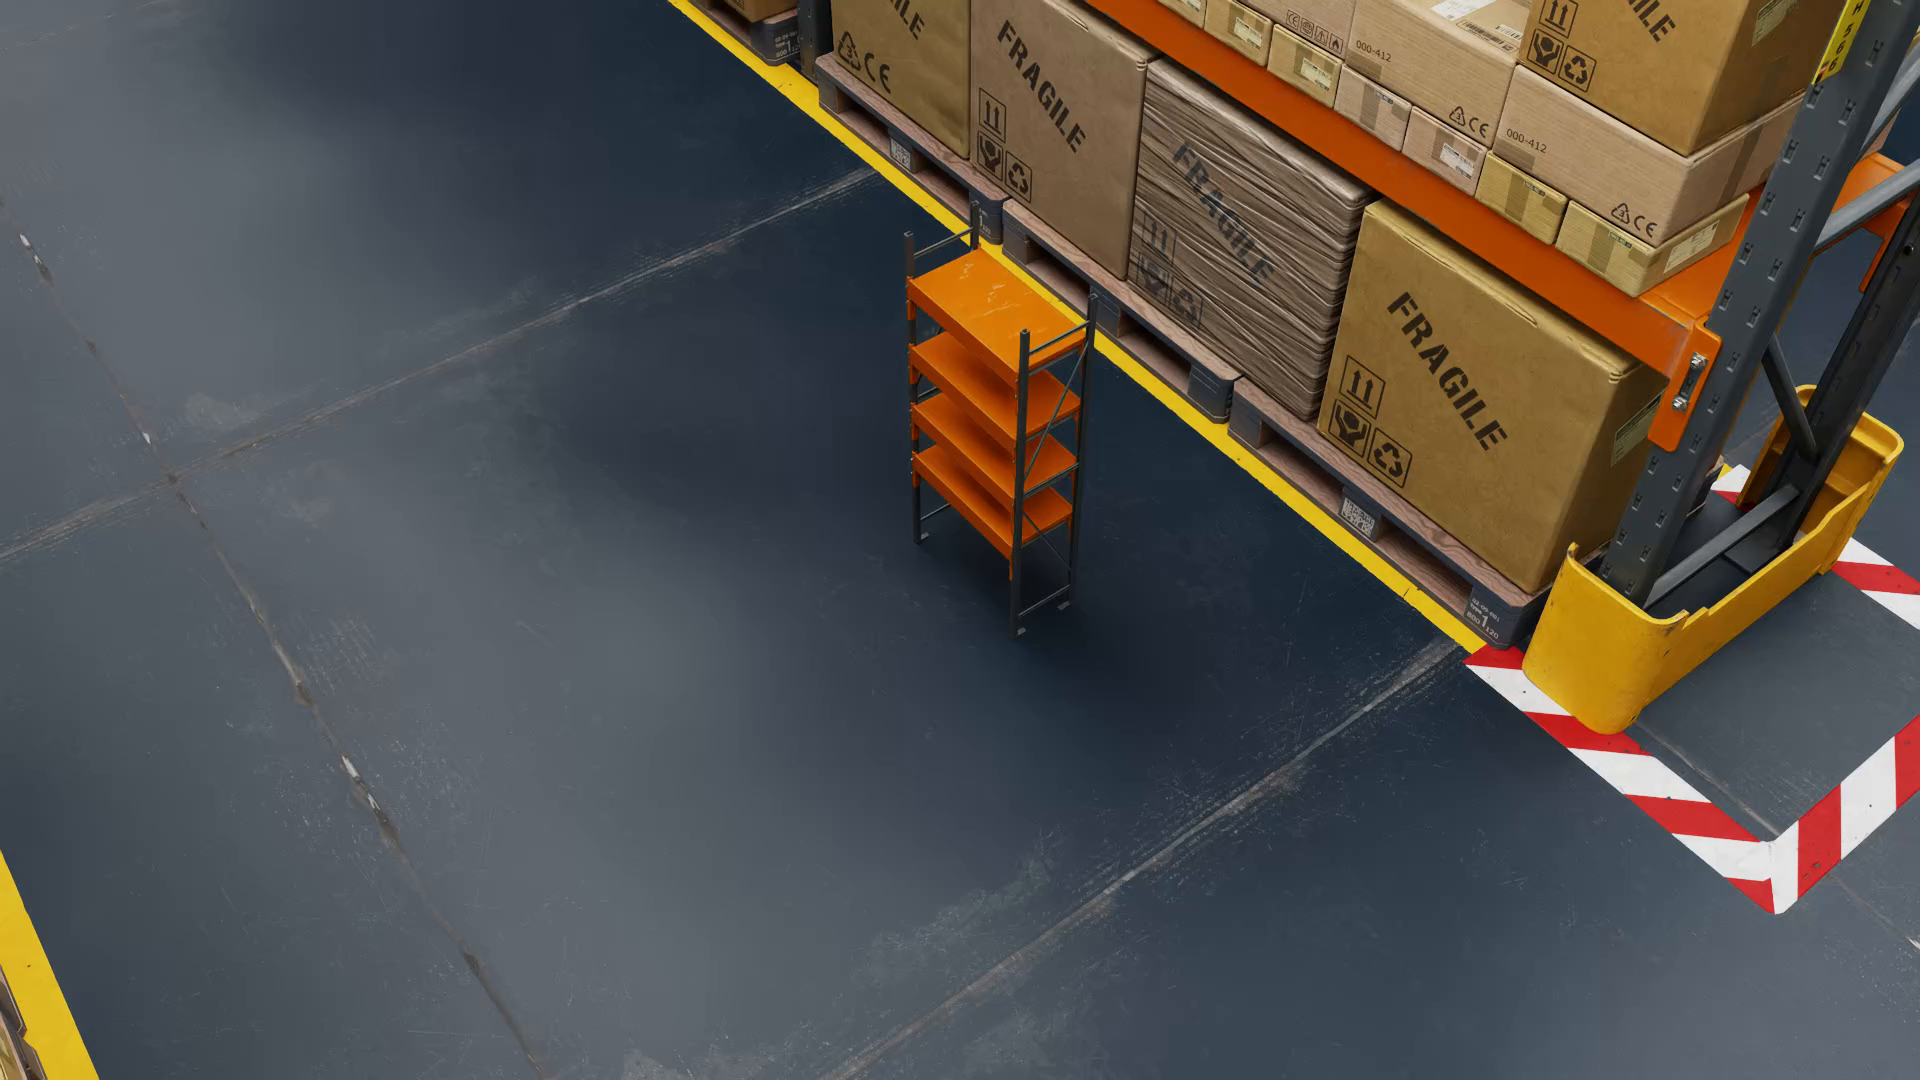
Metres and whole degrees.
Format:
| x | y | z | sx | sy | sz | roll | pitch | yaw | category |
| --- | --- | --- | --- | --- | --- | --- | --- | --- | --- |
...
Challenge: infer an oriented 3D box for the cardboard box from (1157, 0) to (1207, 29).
| x | y | z | sx | sy | sz | roll | pitch | yaw | category |
| --- | --- | --- | --- | --- | --- | --- | --- | --- | --- |
| 0.783 | -1.688 | 4.925 | 0.380 | 0.149 | 0.250 | -28 | 54 | -23 | cardboard box |

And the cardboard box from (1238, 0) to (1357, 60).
| x | y | z | sx | sy | sz | roll | pitch | yaw | category |
| --- | --- | --- | --- | --- | --- | --- | --- | --- | --- |
| 1.066 | -1.624 | 4.598 | 0.500 | 0.250 | 0.500 | -31 | 55 | -25 | cardboard box |

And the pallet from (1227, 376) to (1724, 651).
| x | y | z | sx | sy | sz | roll | pitch | yaw | category |
| --- | --- | --- | --- | --- | --- | --- | --- | --- | --- |
| 1.639 | -0.308 | 5.387 | 1.003 | 0.211 | 1.213 | -29 | 54 | -24 | pallet |

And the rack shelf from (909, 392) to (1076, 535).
| x | y | z | sx | sy | sz | roll | pitch | yaw | category |
| --- | --- | --- | --- | --- | --- | --- | --- | --- | --- |
| 0.100 | -0.260 | 4.767 | 0.258 | 0.148 | 0.480 | -29 | 54 | -24 | rack shelf |

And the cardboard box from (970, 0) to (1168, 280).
| x | y | z | sx | sy | sz | roll | pitch | yaw | category |
| --- | --- | --- | --- | --- | --- | --- | --- | --- | --- |
| 0.645 | -1.639 | 5.862 | 0.875 | 0.875 | 0.875 | -29 | 54 | -24 | cardboard box |

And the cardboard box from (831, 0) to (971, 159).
| x | y | z | sx | sy | sz | roll | pitch | yaw | category |
| --- | --- | --- | --- | --- | --- | --- | --- | --- | --- |
| 0.100 | -2.169 | 6.343 | 0.875 | 0.875 | 0.875 | -29 | 54 | -24 | cardboard box |

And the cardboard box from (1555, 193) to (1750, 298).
| x | y | z | sx | sy | sz | roll | pitch | yaw | category |
| --- | --- | --- | --- | --- | --- | --- | --- | --- | --- |
| 1.708 | -0.786 | 4.108 | 0.380 | 0.149 | 0.250 | -28 | 54 | -23 | cardboard box |

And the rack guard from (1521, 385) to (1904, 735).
| x | y | z | sx | sy | sz | roll | pitch | yaw | category |
| --- | --- | --- | --- | --- | --- | --- | --- | --- | --- |
| 2.200 | 0.045 | 4.872 | 1.175 | 0.500 | 0.348 | -29 | 54 | -24 | rack guard |

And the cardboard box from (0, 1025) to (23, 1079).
| x | y | z | sx | sy | sz | roll | pitch | yaw | category |
| --- | --- | --- | --- | --- | --- | --- | --- | --- | --- |
| -2.333 | 1.260 | 3.724 | 0.380 | 0.149 | 0.250 | -29 | 54 | -24 | cardboard box |

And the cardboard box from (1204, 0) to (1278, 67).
| x | y | z | sx | sy | sz | roll | pitch | yaw | category |
| --- | --- | --- | --- | --- | --- | --- | --- | --- | --- |
| 0.931 | -1.541 | 4.792 | 0.380 | 0.149 | 0.250 | -29 | 54 | -24 | cardboard box |

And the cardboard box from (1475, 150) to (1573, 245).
| x | y | z | sx | sy | sz | roll | pitch | yaw | category |
| --- | --- | --- | --- | --- | --- | --- | --- | --- | --- |
| 1.549 | -0.939 | 4.246 | 0.380 | 0.149 | 0.250 | -29 | 54 | -24 | cardboard box |

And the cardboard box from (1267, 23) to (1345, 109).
| x | y | z | sx | sy | sz | roll | pitch | yaw | category |
| --- | --- | --- | --- | --- | --- | --- | --- | --- | --- |
| 1.088 | -1.388 | 4.653 | 0.380 | 0.149 | 0.250 | -31 | 55 | -25 | cardboard box |

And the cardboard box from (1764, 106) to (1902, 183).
| x | y | z | sx | sy | sz | roll | pitch | yaw | category |
| --- | --- | --- | --- | --- | --- | --- | --- | --- | --- |
| 2.233 | -1.081 | 4.375 | 0.380 | 0.149 | 0.250 | -29 | 54 | -24 | cardboard box |

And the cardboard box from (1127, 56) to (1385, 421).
| x | y | z | sx | sy | sz | roll | pitch | yaw | category |
| --- | --- | --- | --- | --- | --- | --- | --- | --- | --- |
| 1.183 | -1.114 | 5.386 | 0.875 | 0.875 | 0.875 | -29 | 54 | -24 | cardboard box |

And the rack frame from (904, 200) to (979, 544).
| x | y | z | sx | sy | sz | roll | pitch | yaw | category |
| --- | --- | --- | --- | --- | --- | --- | --- | --- | --- |
| -0.048 | -0.449 | 4.847 | 0.240 | 1.200 | 0.015 | -29 | 54 | -24 | rack frame |

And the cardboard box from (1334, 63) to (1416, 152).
| x | y | z | sx | sy | sz | roll | pitch | yaw | category |
| --- | --- | --- | --- | --- | --- | --- | --- | --- | --- |
| 1.247 | -1.236 | 4.515 | 0.380 | 0.149 | 0.250 | -29 | 54 | -23 | cardboard box |

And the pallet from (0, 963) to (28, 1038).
| x | y | z | sx | sy | sz | roll | pitch | yaw | category |
| --- | --- | --- | --- | --- | --- | --- | --- | --- | --- |
| -3.067 | 1.035 | 4.169 | 1.003 | 0.211 | 1.213 | -29 | 54 | -24 | pallet |

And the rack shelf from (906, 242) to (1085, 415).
| x | y | z | sx | sy | sz | roll | pitch | yaw | category |
| --- | --- | --- | --- | --- | --- | --- | --- | --- | --- |
| 0.100 | -0.569 | 4.426 | 0.258 | 0.148 | 0.480 | -29 | 54 | -24 | rack shelf |

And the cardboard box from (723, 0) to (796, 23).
| x | y | z | sx | sy | sz | roll | pitch | yaw | category |
| --- | --- | --- | --- | --- | --- | --- | --- | --- | --- |
| -0.640 | -2.963 | 7.062 | 1.225 | 0.875 | 0.875 | -29 | 54 | -24 | cardboard box |

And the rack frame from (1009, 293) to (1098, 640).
| x | y | z | sx | sy | sz | roll | pitch | yaw | category |
| --- | --- | --- | --- | --- | --- | --- | --- | --- | --- |
| 0.248 | -0.162 | 4.587 | 0.240 | 1.200 | 0.015 | -29 | 54 | -24 | rack frame |

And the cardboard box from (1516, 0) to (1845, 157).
| x | y | z | sx | sy | sz | roll | pitch | yaw | category |
| --- | --- | --- | --- | --- | --- | --- | --- | --- | --- |
| 1.681 | -1.279 | 3.779 | 0.500 | 0.500 | 0.500 | -29 | 54 | -24 | cardboard box |

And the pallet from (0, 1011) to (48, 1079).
| x | y | z | sx | sy | sz | roll | pitch | yaw | category |
| --- | --- | --- | --- | --- | --- | --- | --- | --- | --- |
| -2.333 | 1.754 | 3.518 | 1.003 | 0.211 | 1.213 | -29 | 54 | -24 | pallet |

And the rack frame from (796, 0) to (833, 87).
| x | y | z | sx | sy | sz | roll | pitch | yaw | category |
| --- | --- | --- | --- | --- | --- | --- | --- | --- | --- |
| -0.236 | -3.167 | 6.096 | 1.000 | 3.000 | 0.127 | -29 | 54 | -24 | rack frame |

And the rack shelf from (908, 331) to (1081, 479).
| x | y | z | sx | sy | sz | roll | pitch | yaw | category |
| --- | --- | --- | --- | --- | --- | --- | --- | --- | --- |
| 0.100 | -0.410 | 4.601 | 0.258 | 0.148 | 0.480 | -29 | 54 | -24 | rack shelf |

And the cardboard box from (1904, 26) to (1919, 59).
| x | y | z | sx | sy | sz | roll | pitch | yaw | category |
| --- | --- | --- | --- | --- | --- | --- | --- | --- | --- |
| 2.110 | -1.262 | 4.270 | 0.500 | 0.250 | 0.500 | -31 | 55 | -25 | cardboard box |

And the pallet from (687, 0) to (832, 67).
| x | y | z | sx | sy | sz | roll | pitch | yaw | category |
| --- | --- | --- | --- | --- | --- | --- | --- | --- | --- |
| -0.763 | -2.652 | 7.511 | 1.003 | 0.211 | 1.213 | -29 | 54 | -24 | pallet |

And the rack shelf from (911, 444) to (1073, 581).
| x | y | z | sx | sy | sz | roll | pitch | yaw | category |
| --- | --- | --- | --- | --- | --- | --- | --- | --- | --- |
| 0.100 | -0.127 | 4.914 | 0.258 | 0.148 | 0.480 | -29 | 54 | -24 | rack shelf |

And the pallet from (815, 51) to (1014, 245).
| x | y | z | sx | sy | sz | roll | pitch | yaw | category |
| --- | --- | --- | --- | --- | --- | --- | --- | --- | --- |
| 0.162 | -1.747 | 6.691 | 1.003 | 0.211 | 1.213 | -29 | 54 | -24 | pallet |

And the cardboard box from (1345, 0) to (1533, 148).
| x | y | z | sx | sy | sz | roll | pitch | yaw | category |
| --- | --- | --- | --- | --- | --- | --- | --- | --- | --- |
| 1.374 | -1.324 | 4.326 | 0.500 | 0.250 | 0.500 | -30 | 55 | -25 | cardboard box |

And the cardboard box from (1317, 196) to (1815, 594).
| x | y | z | sx | sy | sz | roll | pitch | yaw | category |
| --- | --- | --- | --- | --- | --- | --- | --- | --- | --- |
| 1.734 | -0.577 | 4.899 | 0.875 | 0.875 | 0.875 | -29 | 54 | -24 | cardboard box |

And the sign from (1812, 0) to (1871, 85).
| x | y | z | sx | sy | sz | roll | pitch | yaw | category |
| --- | --- | --- | --- | --- | --- | --- | --- | --- | --- |
| 1.745 | -1.042 | 3.228 | 0.100 | 0.325 | 0.005 | -29 | 54 | -24 | sign |

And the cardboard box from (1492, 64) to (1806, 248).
| x | y | z | sx | sy | sz | roll | pitch | yaw | category |
| --- | --- | --- | --- | --- | --- | --- | --- | --- | --- |
| 1.681 | -1.025 | 4.055 | 0.500 | 0.250 | 0.500 | -30 | 55 | -25 | cardboard box |

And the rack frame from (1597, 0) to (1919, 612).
| x | y | z | sx | sy | sz | roll | pitch | yaw | category |
| --- | --- | --- | --- | --- | --- | --- | --- | --- | --- |
| 2.186 | -0.808 | 3.958 | 1.000 | 3.000 | 0.127 | -29 | 54 | -24 | rack frame |

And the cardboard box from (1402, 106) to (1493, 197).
| x | y | z | sx | sy | sz | roll | pitch | yaw | category |
| --- | --- | --- | --- | --- | --- | --- | --- | --- | --- |
| 1.397 | -1.088 | 4.381 | 0.380 | 0.149 | 0.250 | -29 | 54 | -24 | cardboard box |

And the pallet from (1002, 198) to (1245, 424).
| x | y | z | sx | sy | sz | roll | pitch | yaw | category |
| --- | --- | --- | --- | --- | --- | --- | --- | --- | --- |
| 0.905 | -1.027 | 6.039 | 1.003 | 0.211 | 1.213 | -29 | 54 | -24 | pallet |

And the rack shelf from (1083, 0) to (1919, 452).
| x | y | z | sx | sy | sz | roll | pitch | yaw | category |
| --- | --- | --- | --- | --- | --- | --- | --- | --- | --- |
| 0.975 | -1.746 | 5.294 | 1.077 | 0.370 | 4.000 | -29 | 54 | -24 | rack shelf |

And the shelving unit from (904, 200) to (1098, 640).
| x | y | z | sx | sy | sz | roll | pitch | yaw | category |
| --- | --- | --- | --- | --- | --- | --- | --- | --- | --- |
| 0.100 | -0.305 | 4.717 | 0.258 | 1.200 | 0.503 | -29 | 54 | -24 | shelving unit |
